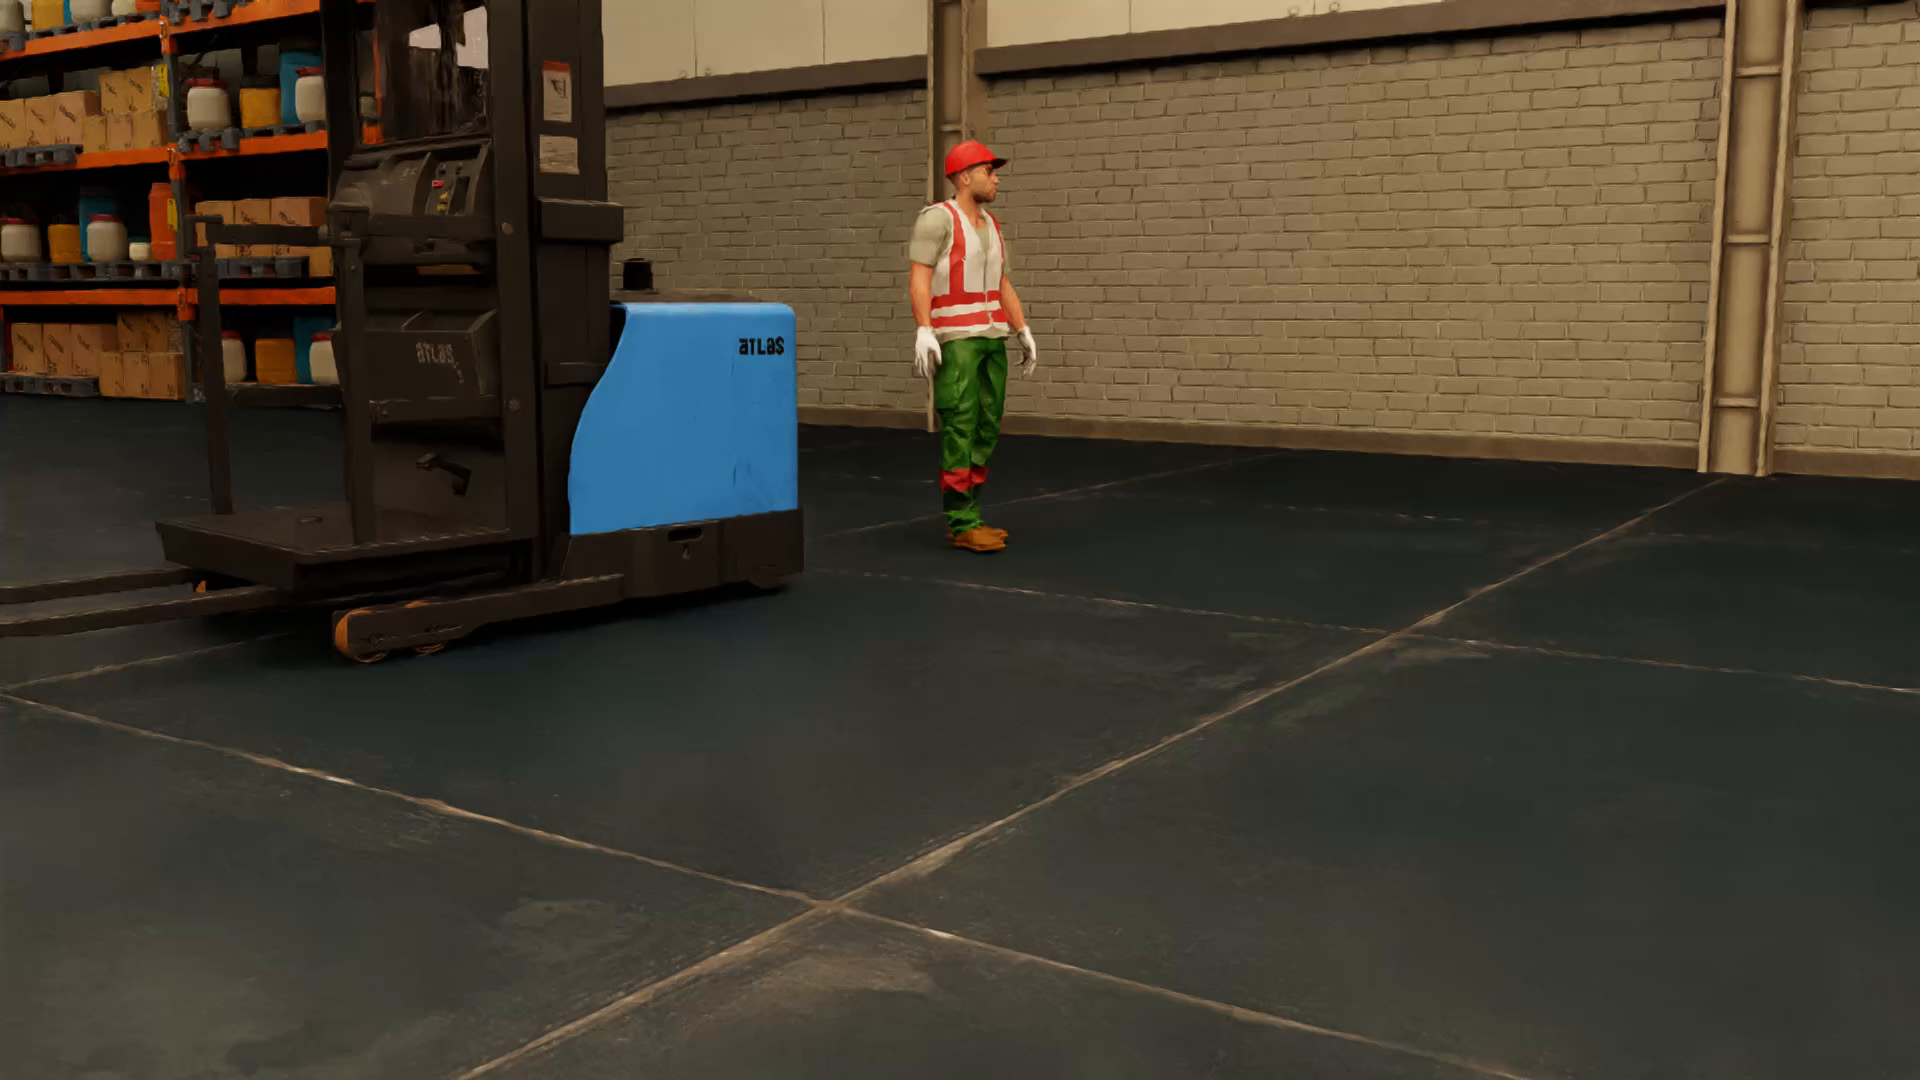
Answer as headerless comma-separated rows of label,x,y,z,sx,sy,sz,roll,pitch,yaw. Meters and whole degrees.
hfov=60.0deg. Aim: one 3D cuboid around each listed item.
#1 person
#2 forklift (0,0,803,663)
person,0.117,-0.870,7.392,0.559,1.788,0.686,7,11,40
forklift,-1.965,-1.161,5.354,1.130,2.935,3.031,7,11,42
